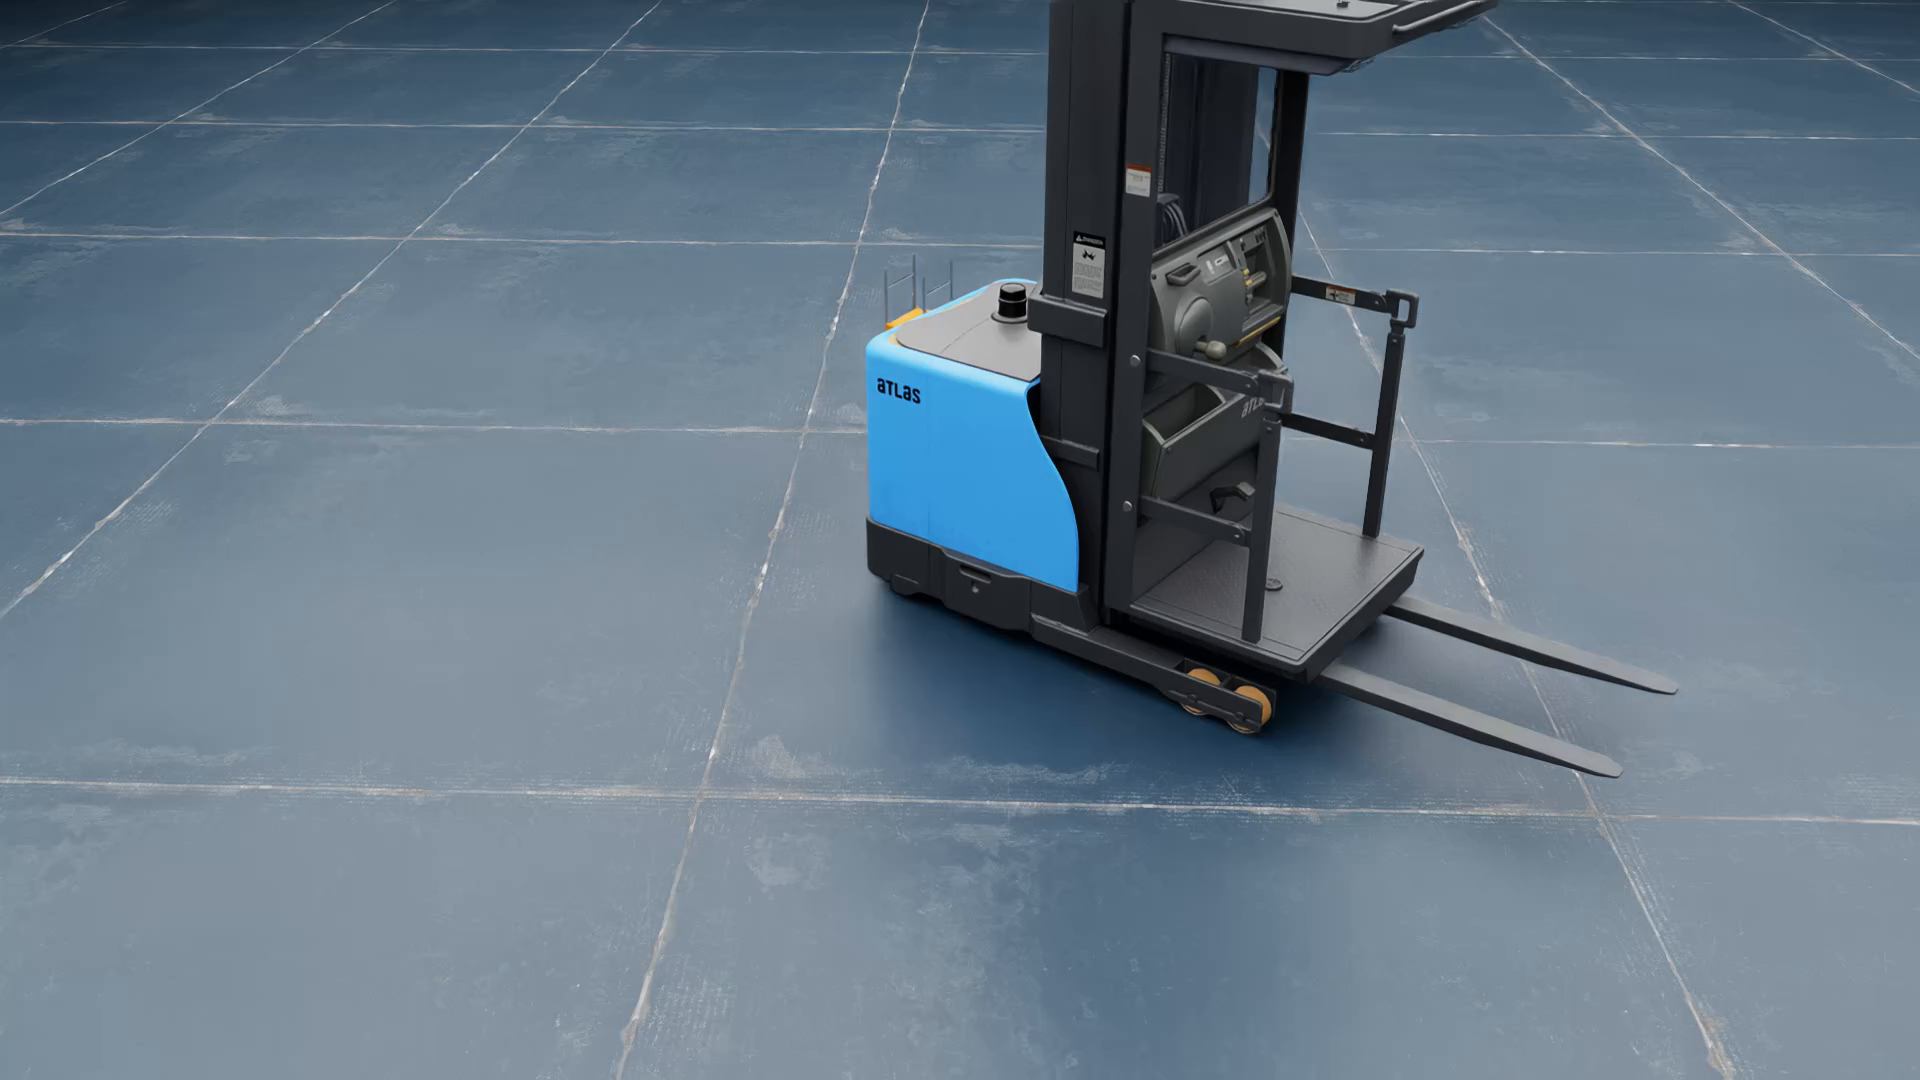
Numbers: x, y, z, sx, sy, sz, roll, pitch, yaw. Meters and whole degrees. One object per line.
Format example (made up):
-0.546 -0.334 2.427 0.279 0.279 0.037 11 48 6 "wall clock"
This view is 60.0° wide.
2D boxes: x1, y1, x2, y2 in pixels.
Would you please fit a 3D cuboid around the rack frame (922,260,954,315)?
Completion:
-0.089 -0.578 7.059 0.006 1.200 0.240 16 32 27 "rack frame"

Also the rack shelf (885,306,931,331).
-0.168 -0.879 6.953 0.180 0.103 0.258 16 32 27 "rack shelf"

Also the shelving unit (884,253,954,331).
-0.168 -0.600 7.100 0.189 1.200 0.258 16 32 27 "shelving unit"

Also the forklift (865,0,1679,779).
1.101 -0.885 5.791 3.031 2.935 1.130 19 34 32 "forklift"

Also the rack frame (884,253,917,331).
-0.247 -0.622 7.142 0.006 1.200 0.240 16 32 27 "rack frame"
